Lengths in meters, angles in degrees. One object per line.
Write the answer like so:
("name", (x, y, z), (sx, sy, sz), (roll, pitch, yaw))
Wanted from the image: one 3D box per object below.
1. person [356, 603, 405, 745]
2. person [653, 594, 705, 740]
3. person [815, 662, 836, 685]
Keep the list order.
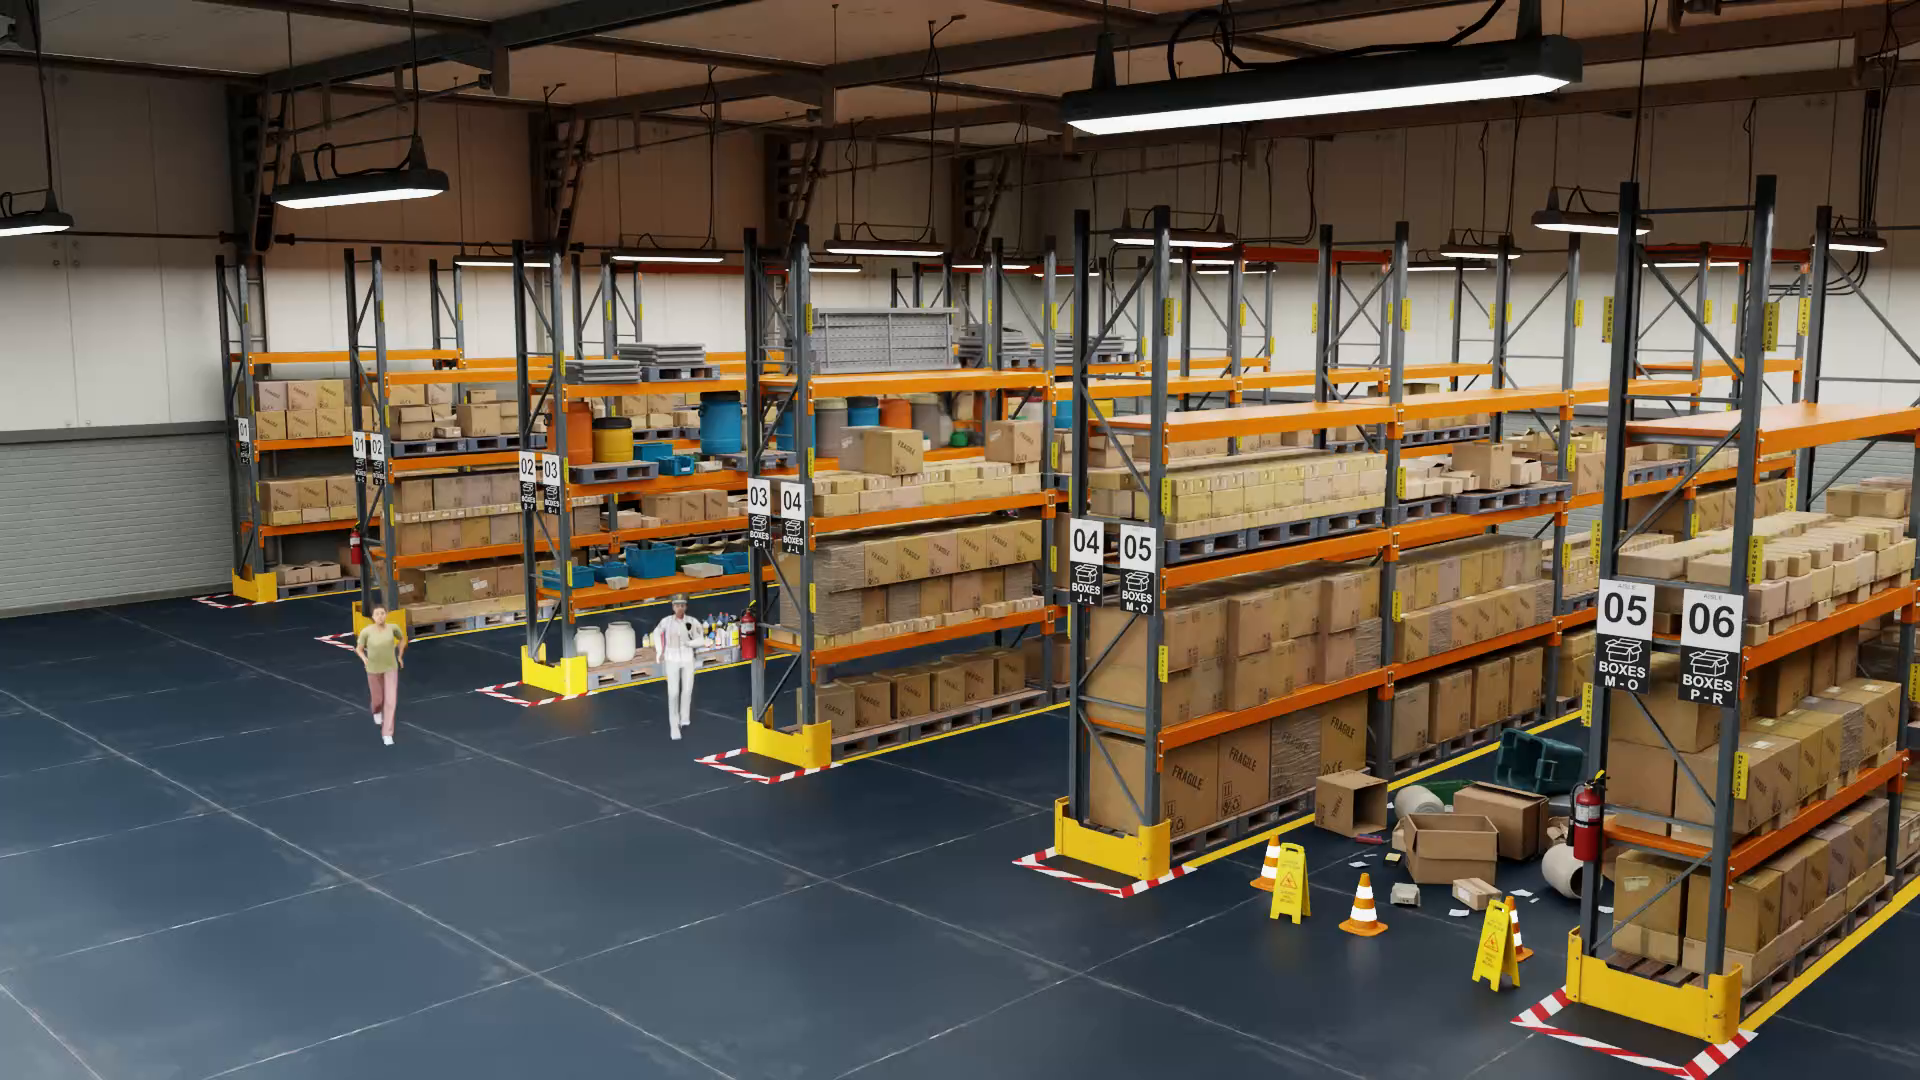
("person", (-6.902, 1.555, 19.857), (0.568, 1.654, 0.864), (-3, 9, -23))
("person", (-3.372, 1.502, 20.037), (0.584, 1.750, 0.734), (-2, 8, -14))
("person", (-1.875, 1.195, 22.649), (0.564, 1.616, 0.705), (5, 9, 29))
